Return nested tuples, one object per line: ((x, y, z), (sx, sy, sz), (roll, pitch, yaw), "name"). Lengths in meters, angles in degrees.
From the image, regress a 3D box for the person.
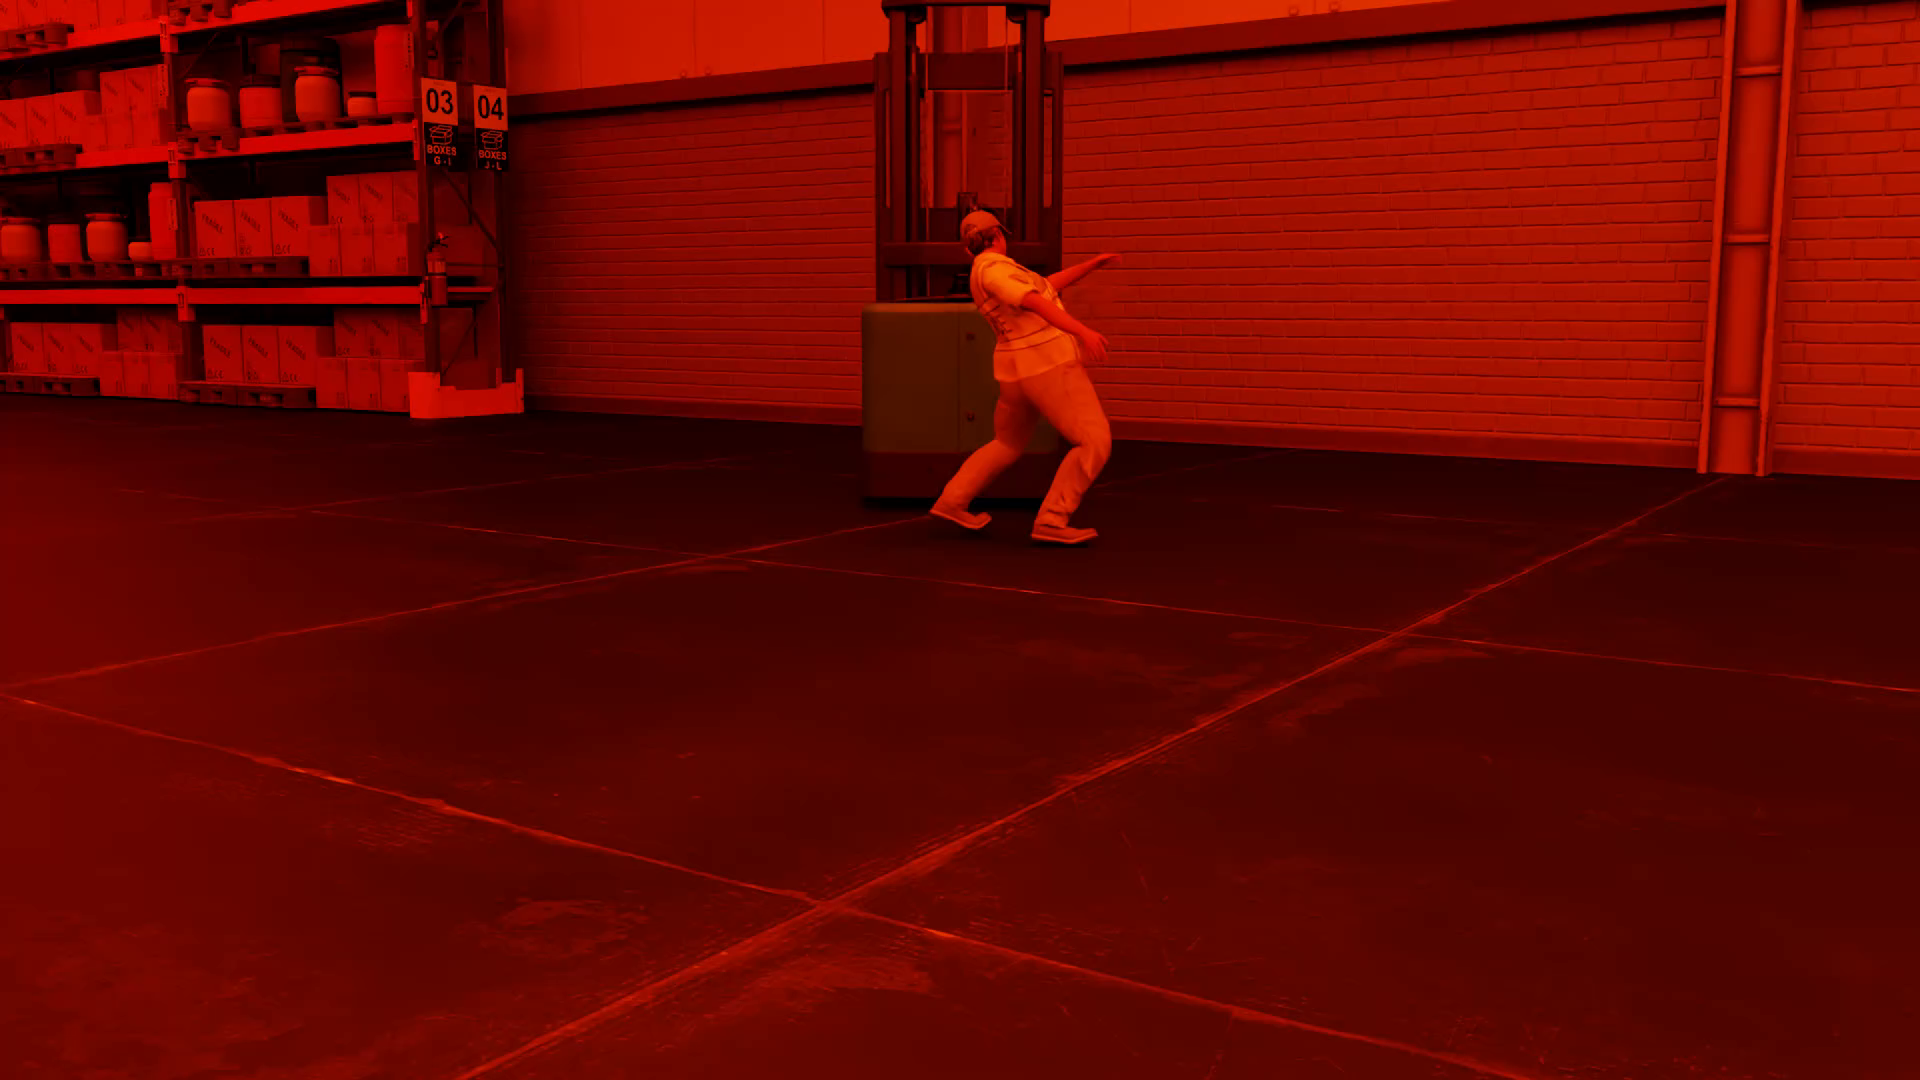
((0.392, -0.731, 7.437), (0.782, 1.473, 0.888), (-4, 9, -25), "person")

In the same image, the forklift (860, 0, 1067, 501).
((0.063, -1.811, 9.928), (1.130, 2.935, 3.031), (0, 8, 3), "forklift")
